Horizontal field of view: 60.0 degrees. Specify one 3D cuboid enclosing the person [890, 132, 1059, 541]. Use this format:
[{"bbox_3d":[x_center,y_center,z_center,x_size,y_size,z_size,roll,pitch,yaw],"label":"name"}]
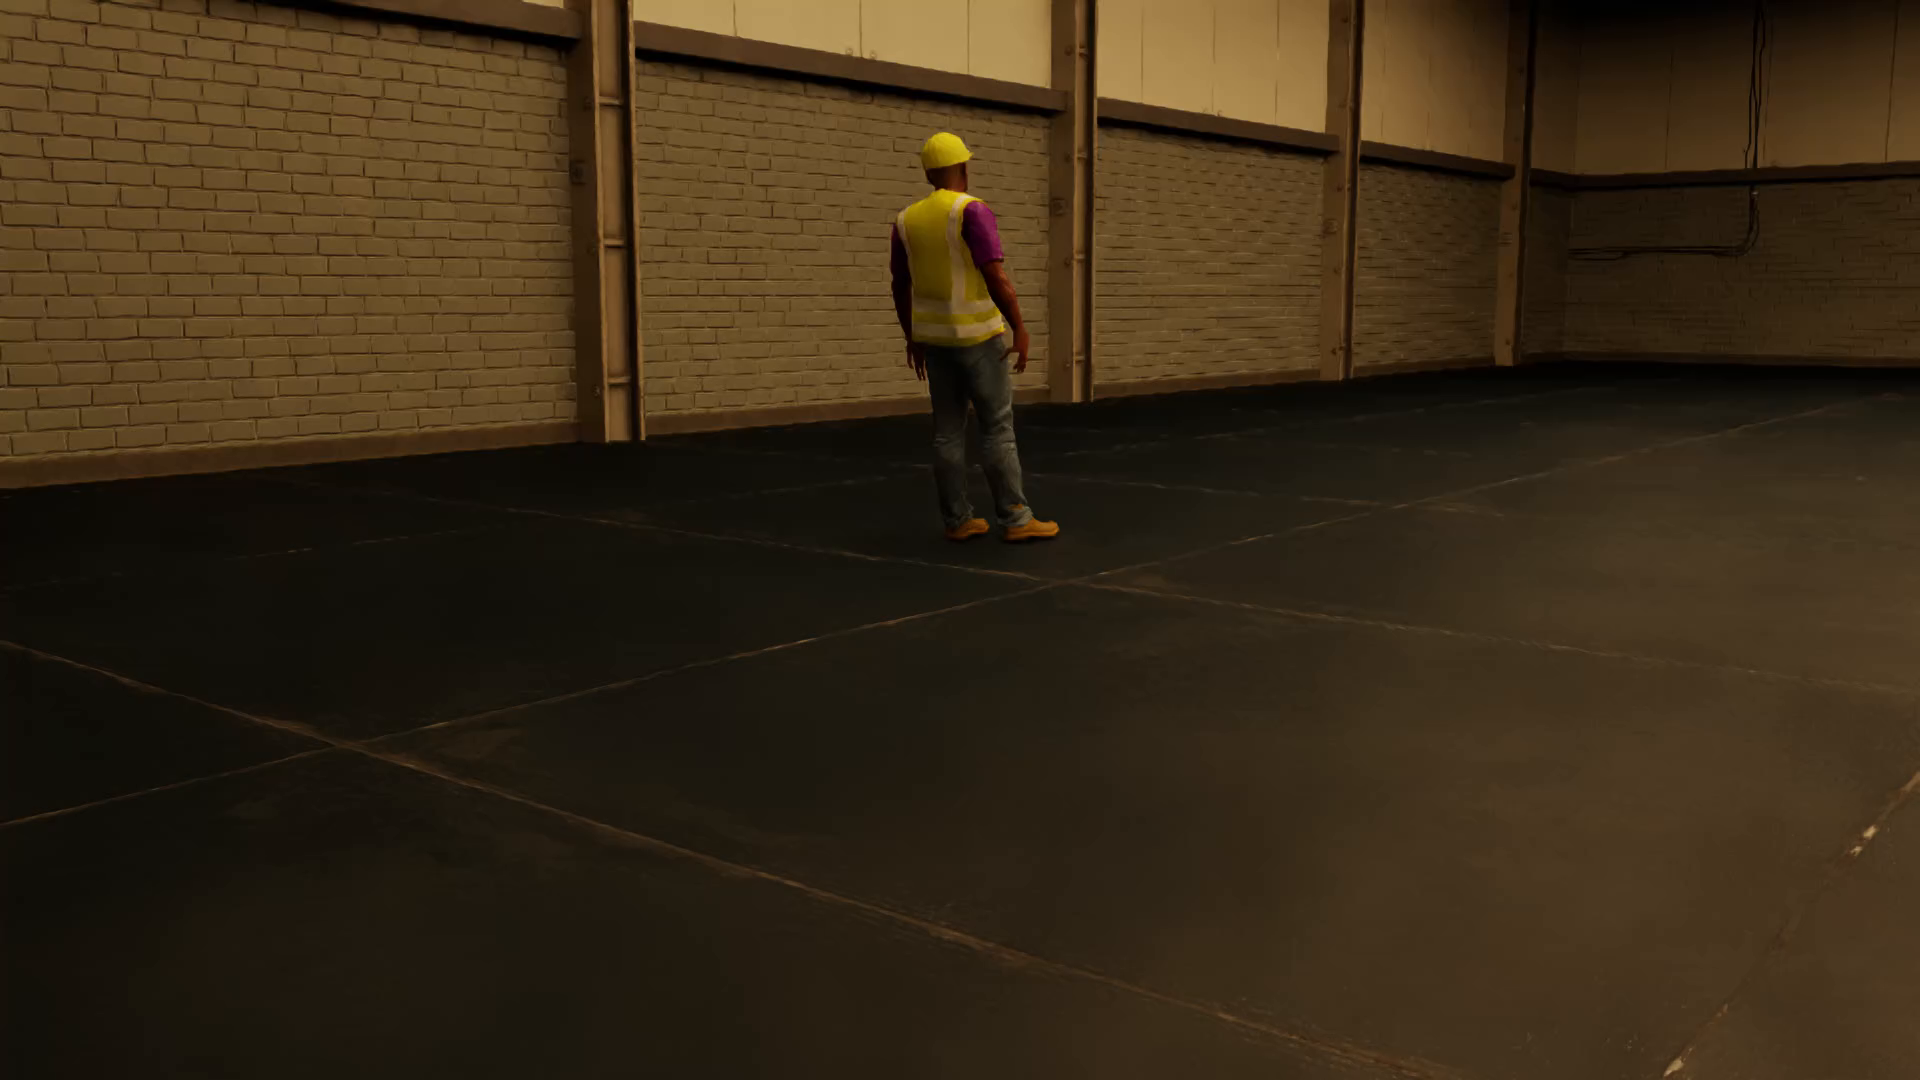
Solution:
[{"bbox_3d":[0.048,-0.888,7.326,0.665,1.766,0.576,7,11,38],"label":"person"}]
